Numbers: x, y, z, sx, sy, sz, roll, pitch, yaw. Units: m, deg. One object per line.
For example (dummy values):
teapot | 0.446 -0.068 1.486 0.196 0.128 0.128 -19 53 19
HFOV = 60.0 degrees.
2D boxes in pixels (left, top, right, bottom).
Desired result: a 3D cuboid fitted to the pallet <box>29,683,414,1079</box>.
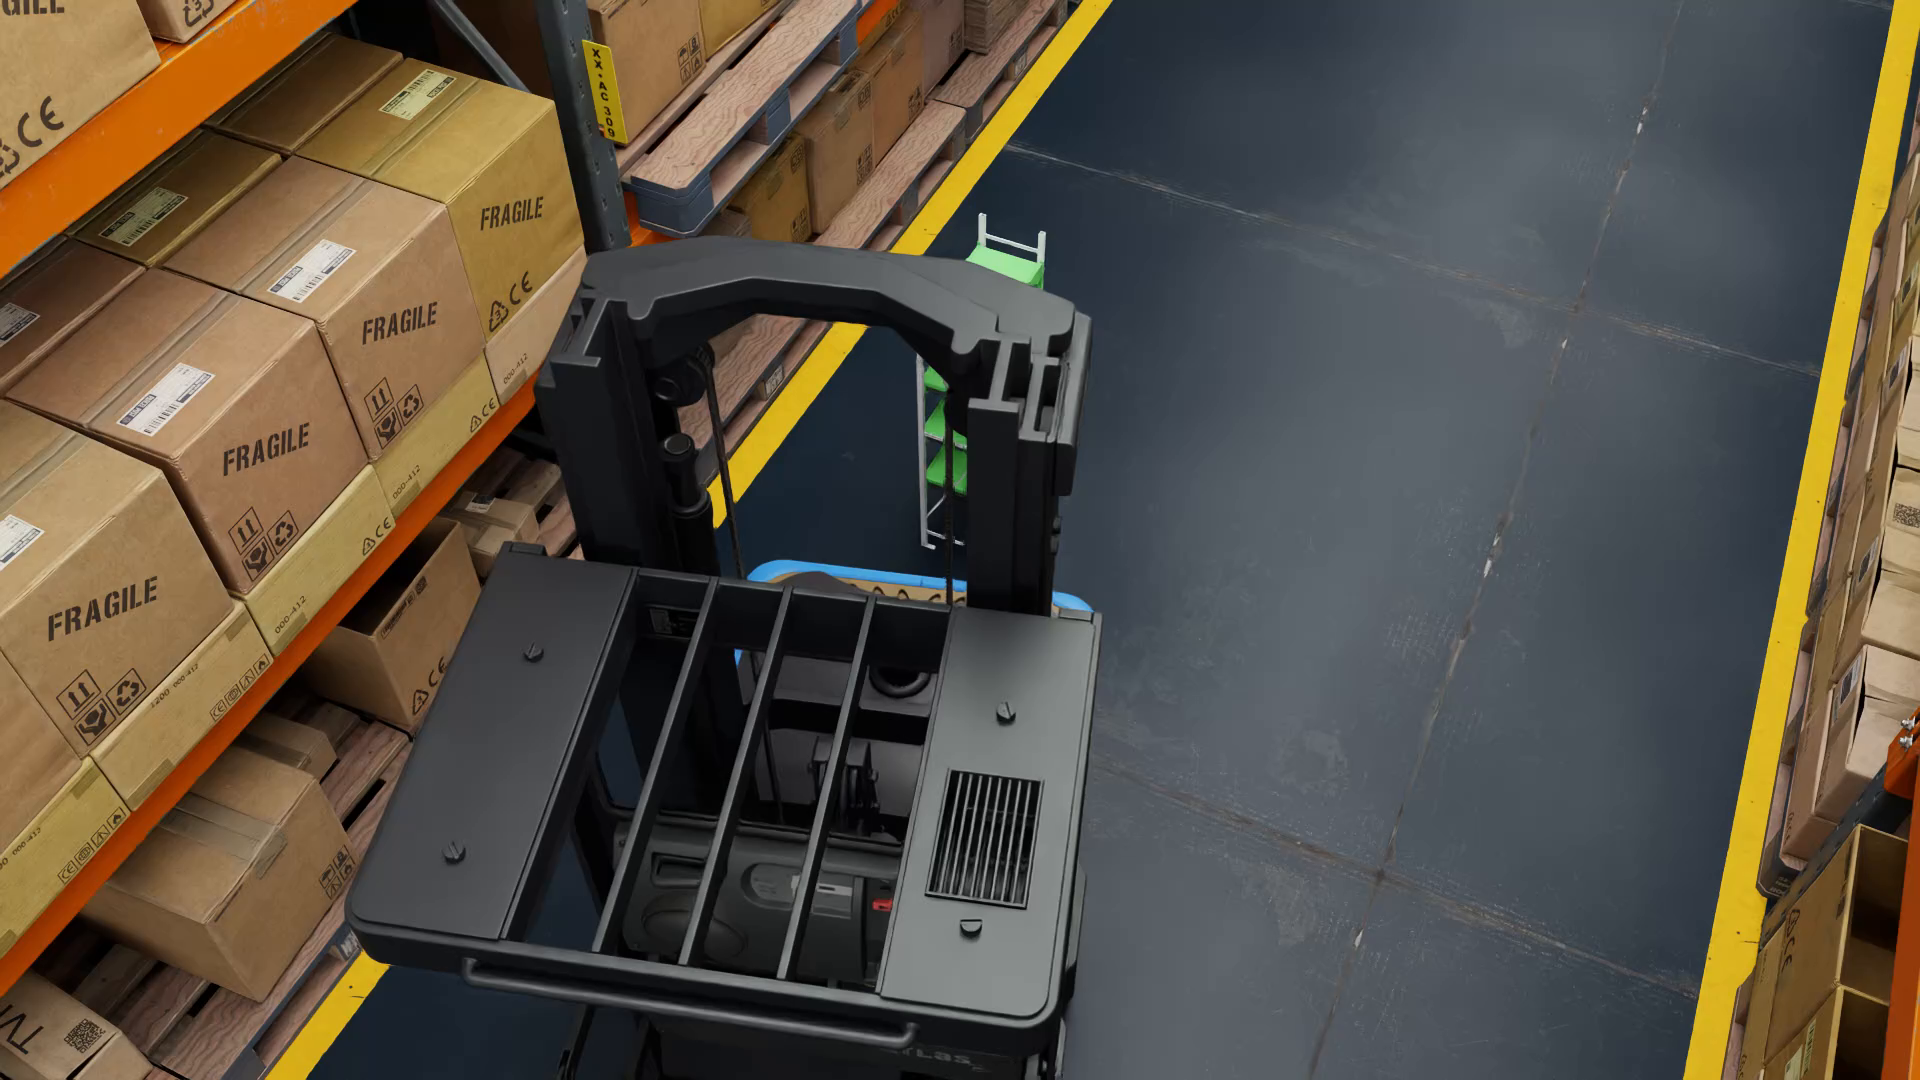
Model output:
pallet | -2.298 1.035 5.230 1.003 0.211 1.213 20 52 16

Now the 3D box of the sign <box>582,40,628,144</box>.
sign | -1.030 -1.295 4.814 0.100 0.325 0.005 20 52 16

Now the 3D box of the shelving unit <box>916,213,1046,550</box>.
shelving unit | 0.071 -0.503 5.890 0.258 1.200 0.503 20 52 16

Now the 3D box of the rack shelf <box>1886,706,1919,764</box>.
rack shelf | 3.811 -0.720 5.366 1.077 0.370 4.000 20 52 16

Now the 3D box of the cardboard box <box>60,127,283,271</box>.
cardboard box | -2.138 -0.776 4.533 0.500 0.500 0.500 20 52 16

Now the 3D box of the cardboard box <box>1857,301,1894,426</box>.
cardboard box | 3.746 -0.604 6.324 0.500 0.250 0.500 19 52 15

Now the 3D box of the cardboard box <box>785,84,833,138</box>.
cardboard box | -0.820 -1.937 6.789 0.500 0.250 0.500 18 52 15

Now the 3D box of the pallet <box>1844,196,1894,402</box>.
pallet | 4.279 -0.873 6.854 1.003 0.211 1.213 20 52 16

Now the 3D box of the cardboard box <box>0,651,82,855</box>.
cardboard box | -2.310 0.446 3.494 0.500 0.500 0.500 18 52 15

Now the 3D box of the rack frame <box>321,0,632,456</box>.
rack frame | -1.524 -1.185 5.289 1.000 3.000 0.127 20 52 16

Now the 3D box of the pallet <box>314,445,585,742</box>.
pallet | -1.778 0.192 5.948 1.003 0.211 1.213 20 52 16

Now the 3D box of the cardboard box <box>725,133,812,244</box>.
cardboard box | -1.049 -1.402 6.826 0.700 0.500 0.500 19 52 15

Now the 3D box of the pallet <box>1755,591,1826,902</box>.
pallet | 3.236 0.807 5.424 1.003 0.211 1.213 20 52 16

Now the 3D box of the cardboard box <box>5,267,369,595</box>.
cardboard box | -1.879 -0.271 4.104 0.500 0.500 0.500 18 52 15

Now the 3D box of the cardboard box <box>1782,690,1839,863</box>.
cardboard box | 2.872 0.799 5.130 0.500 0.250 0.500 19 52 16

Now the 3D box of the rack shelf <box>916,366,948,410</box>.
rack shelf | 0.071 -0.617 5.756 0.258 0.148 0.480 20 52 16

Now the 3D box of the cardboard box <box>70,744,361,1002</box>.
cardboard box | -2.253 0.908 4.860 0.700 0.500 0.500 17 52 14

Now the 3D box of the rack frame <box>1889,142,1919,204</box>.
rack frame | 4.666 -2.331 6.263 1.000 3.000 0.127 20 52 16

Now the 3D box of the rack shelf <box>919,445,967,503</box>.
rack shelf | 0.071 -0.306 6.121 0.258 0.148 0.480 20 52 16

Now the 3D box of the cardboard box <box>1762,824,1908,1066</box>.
cardboard box | 2.476 1.153 4.336 0.500 0.500 0.500 20 52 16

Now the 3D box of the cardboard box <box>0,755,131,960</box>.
cardboard box | -2.305 0.667 3.798 0.500 0.250 0.500 19 52 16

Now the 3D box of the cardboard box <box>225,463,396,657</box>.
cardboard box | -1.873 -0.027 4.388 0.500 0.250 0.500 20 52 16

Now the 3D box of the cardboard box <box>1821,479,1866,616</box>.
cardboard box | 3.308 0.099 5.726 0.500 0.250 0.500 21 53 17

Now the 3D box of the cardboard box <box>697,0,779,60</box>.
cardboard box | -1.030 -2.082 5.698 0.700 0.500 0.500 25 54 20

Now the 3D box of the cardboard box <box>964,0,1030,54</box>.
cardboard box | -0.075 -2.759 7.981 0.700 0.500 0.500 20 53 17

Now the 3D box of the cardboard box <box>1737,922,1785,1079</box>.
cardboard box | 2.485 1.400 4.619 0.500 0.250 0.500 20 52 16

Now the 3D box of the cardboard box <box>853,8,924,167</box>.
cardboard box | -0.587 -2.091 7.412 0.700 0.500 0.500 20 52 16

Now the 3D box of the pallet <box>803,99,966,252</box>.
pallet | -0.672 -1.661 7.525 1.003 0.211 1.213 20 52 16

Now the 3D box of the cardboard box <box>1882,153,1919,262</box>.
cardboard box | 4.177 -1.310 6.925 0.500 0.250 0.500 20 52 16

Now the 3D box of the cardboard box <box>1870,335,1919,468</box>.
cardboard box | 3.521 -0.423 5.802 0.500 0.311 0.500 19 52 16

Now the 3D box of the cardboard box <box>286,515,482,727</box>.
cardboard box | -1.931 0.210 5.454 0.500 0.500 0.500 16 52 13

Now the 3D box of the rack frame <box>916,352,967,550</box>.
rack frame | -0.034 -0.335 5.747 0.240 1.200 0.015 20 52 16

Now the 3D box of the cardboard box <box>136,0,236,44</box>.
cardboard box | -1.743 -1.424 3.444 0.500 0.500 0.500 16 51 13

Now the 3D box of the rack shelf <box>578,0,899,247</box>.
rack shelf | -0.669 -2.329 6.735 1.077 0.370 4.000 20 52 16

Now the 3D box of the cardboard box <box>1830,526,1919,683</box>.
cardboard box | 3.087 0.265 5.217 0.500 0.311 0.500 21 53 17

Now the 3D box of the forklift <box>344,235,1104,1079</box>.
forklift | -0.332 0.959 3.509 1.130 2.935 3.031 7 50 6

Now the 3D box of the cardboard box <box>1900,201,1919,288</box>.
cardboard box | 3.960 -1.128 6.401 0.500 0.311 0.500 19 52 15

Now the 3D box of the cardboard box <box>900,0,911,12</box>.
cardboard box | -0.375 -2.630 7.379 0.500 0.250 0.500 21 53 17

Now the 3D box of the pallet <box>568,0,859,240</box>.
pallet | -1.065 -1.602 5.770 1.003 0.211 1.213 20 52 16

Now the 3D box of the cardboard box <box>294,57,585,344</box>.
cardboard box | -1.446 -0.960 4.690 0.500 0.500 0.500 20 52 16

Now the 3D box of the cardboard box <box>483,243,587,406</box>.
cardboard box | -1.452 -0.718 4.977 0.500 0.250 0.500 20 52 16
